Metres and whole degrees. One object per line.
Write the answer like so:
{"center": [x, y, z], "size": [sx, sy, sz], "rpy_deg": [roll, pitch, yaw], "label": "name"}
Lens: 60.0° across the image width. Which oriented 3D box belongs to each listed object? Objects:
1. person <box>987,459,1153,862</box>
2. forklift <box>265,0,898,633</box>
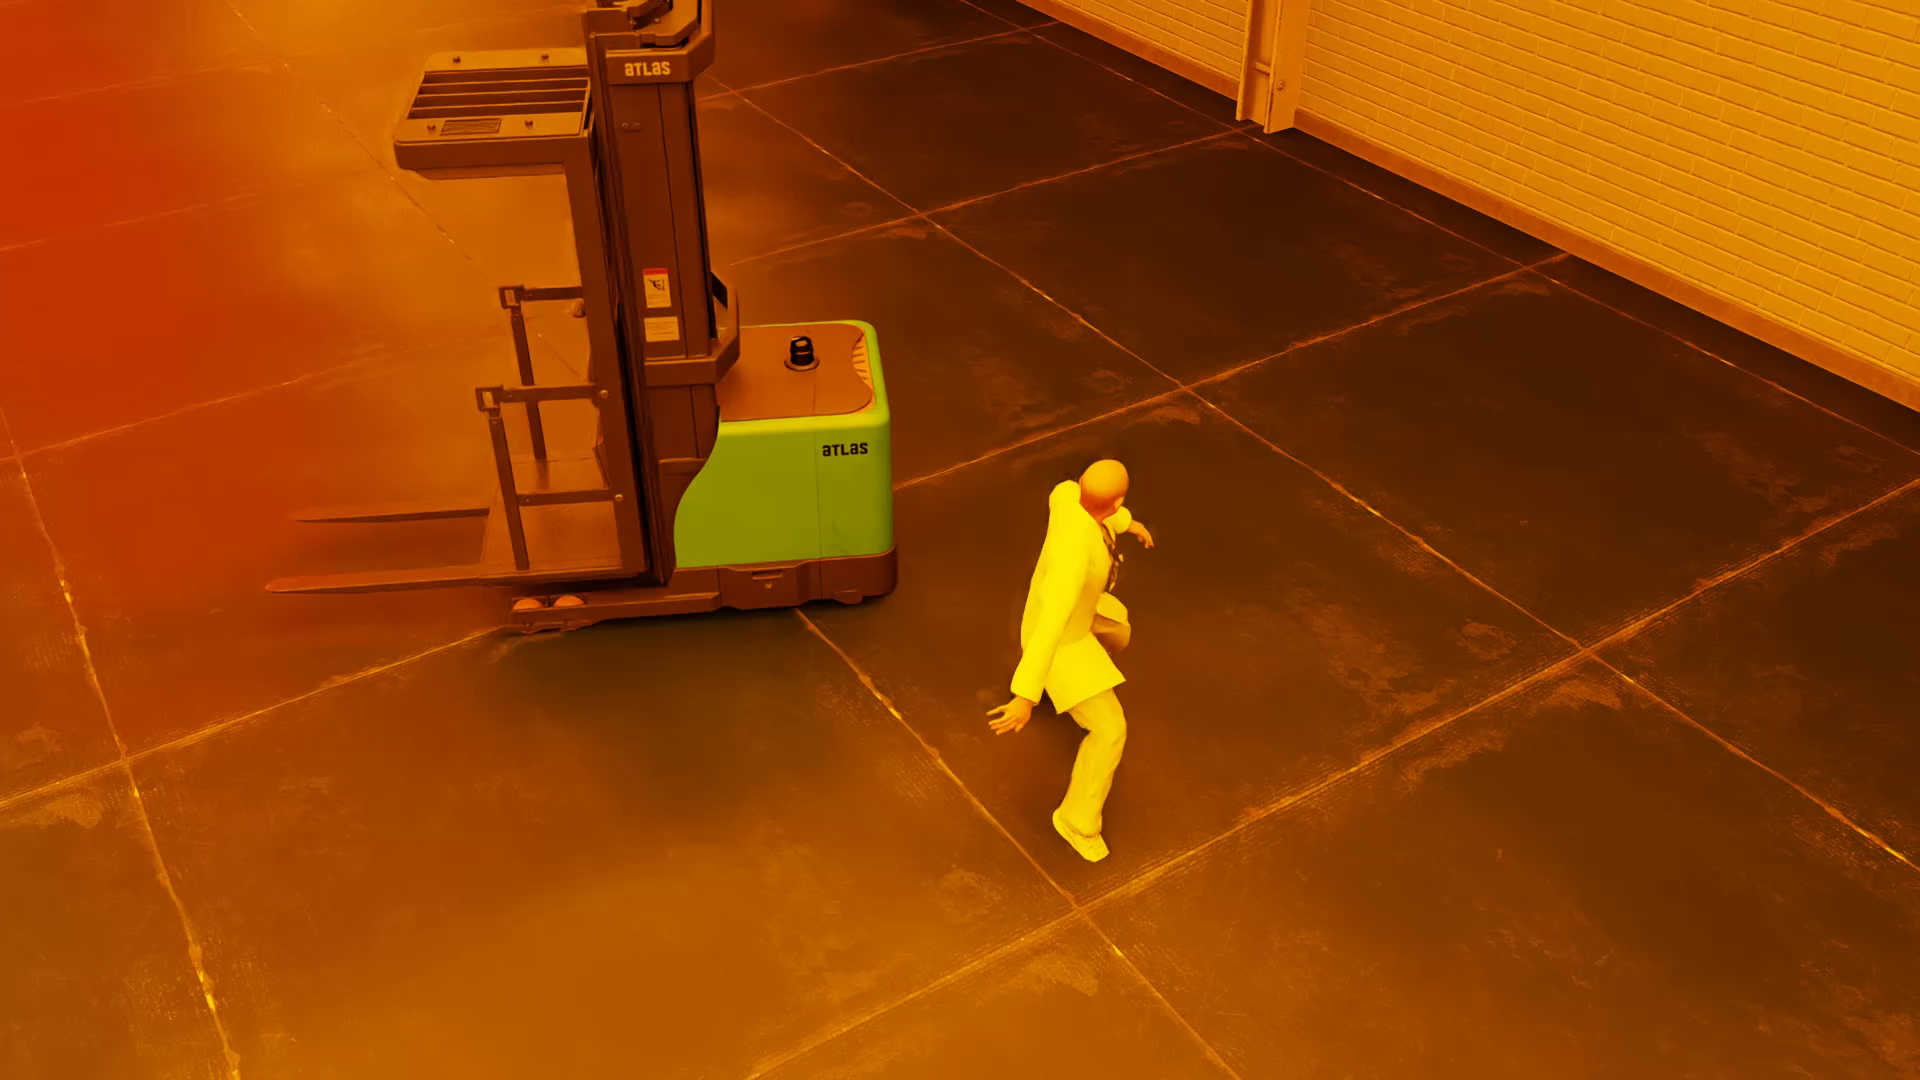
{"center": [0.449, 0.422, 6.774], "size": [0.592, 1.701, 1.218], "rpy_deg": [7, 36, 10], "label": "person"}
{"center": [-1.866, -1.070, 7.670], "size": [3.031, 2.935, 1.130], "rpy_deg": [-4, 35, -6], "label": "forklift"}
